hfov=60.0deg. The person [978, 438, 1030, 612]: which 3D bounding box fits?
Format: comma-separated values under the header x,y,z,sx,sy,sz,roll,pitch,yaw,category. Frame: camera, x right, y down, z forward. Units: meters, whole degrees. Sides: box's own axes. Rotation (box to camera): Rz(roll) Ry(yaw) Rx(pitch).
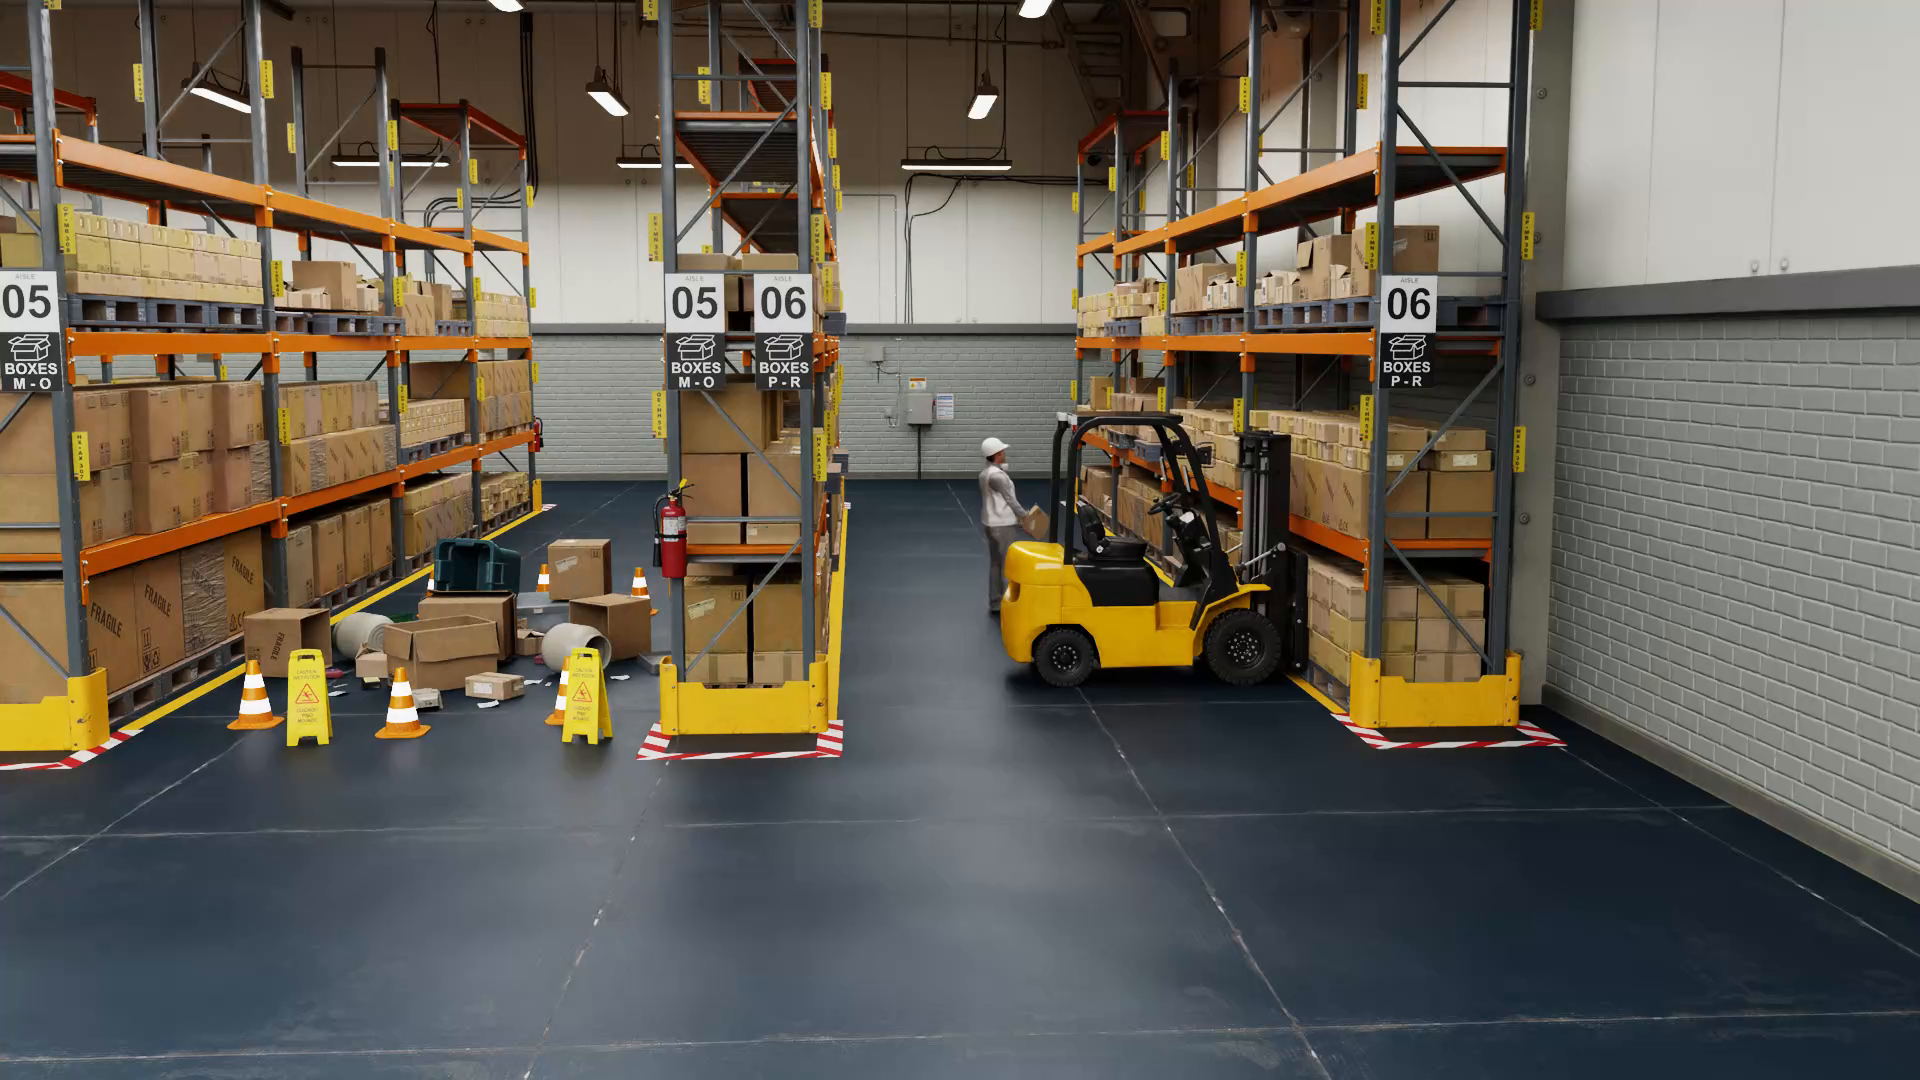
x,y,z,sx,sy,sz,roll,pitch,yaw,category
0.469,-0.150,16.866,0.521,1.777,0.557,-2,7,-17,person
